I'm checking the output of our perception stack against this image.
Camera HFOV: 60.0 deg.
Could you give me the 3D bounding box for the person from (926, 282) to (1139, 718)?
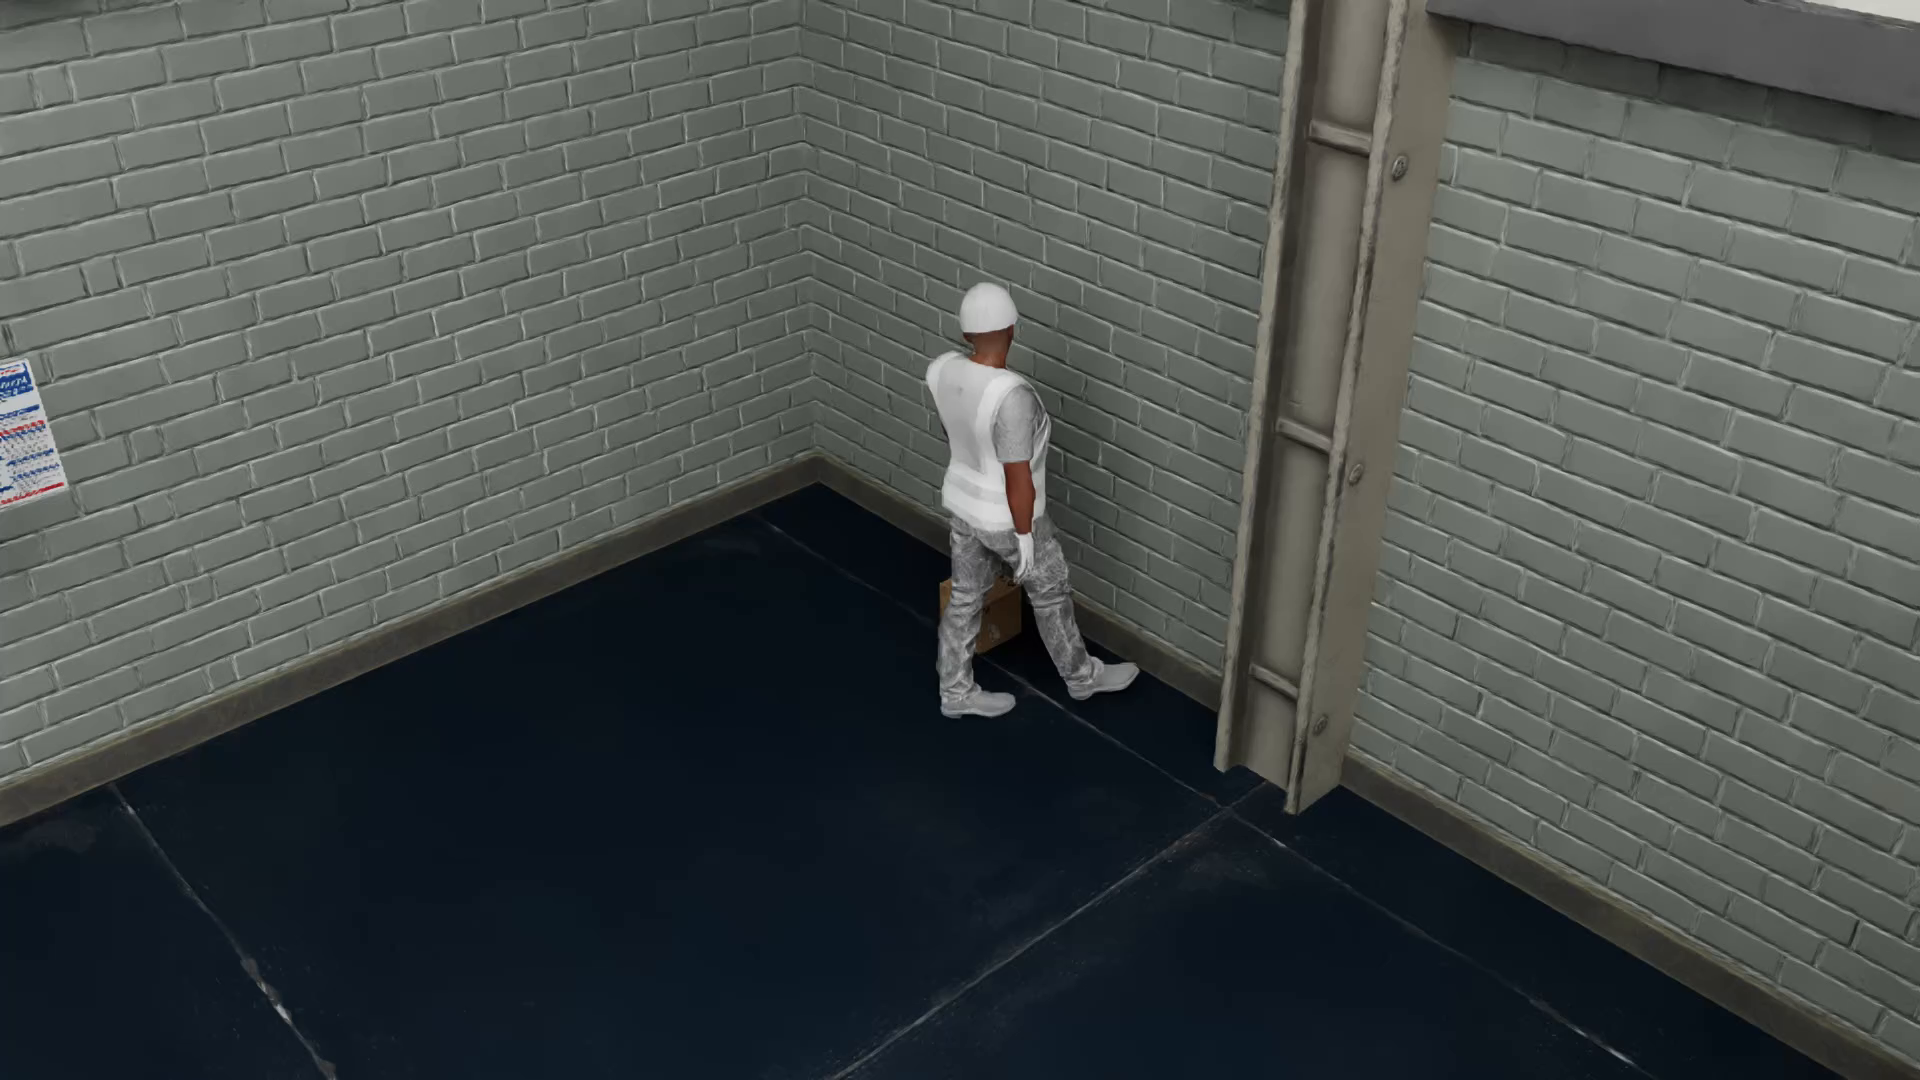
[{"bbox_3d":[0.253,-0.150,6.353,0.754,1.763,0.658,-21,37,-31],"label":"person"}]
